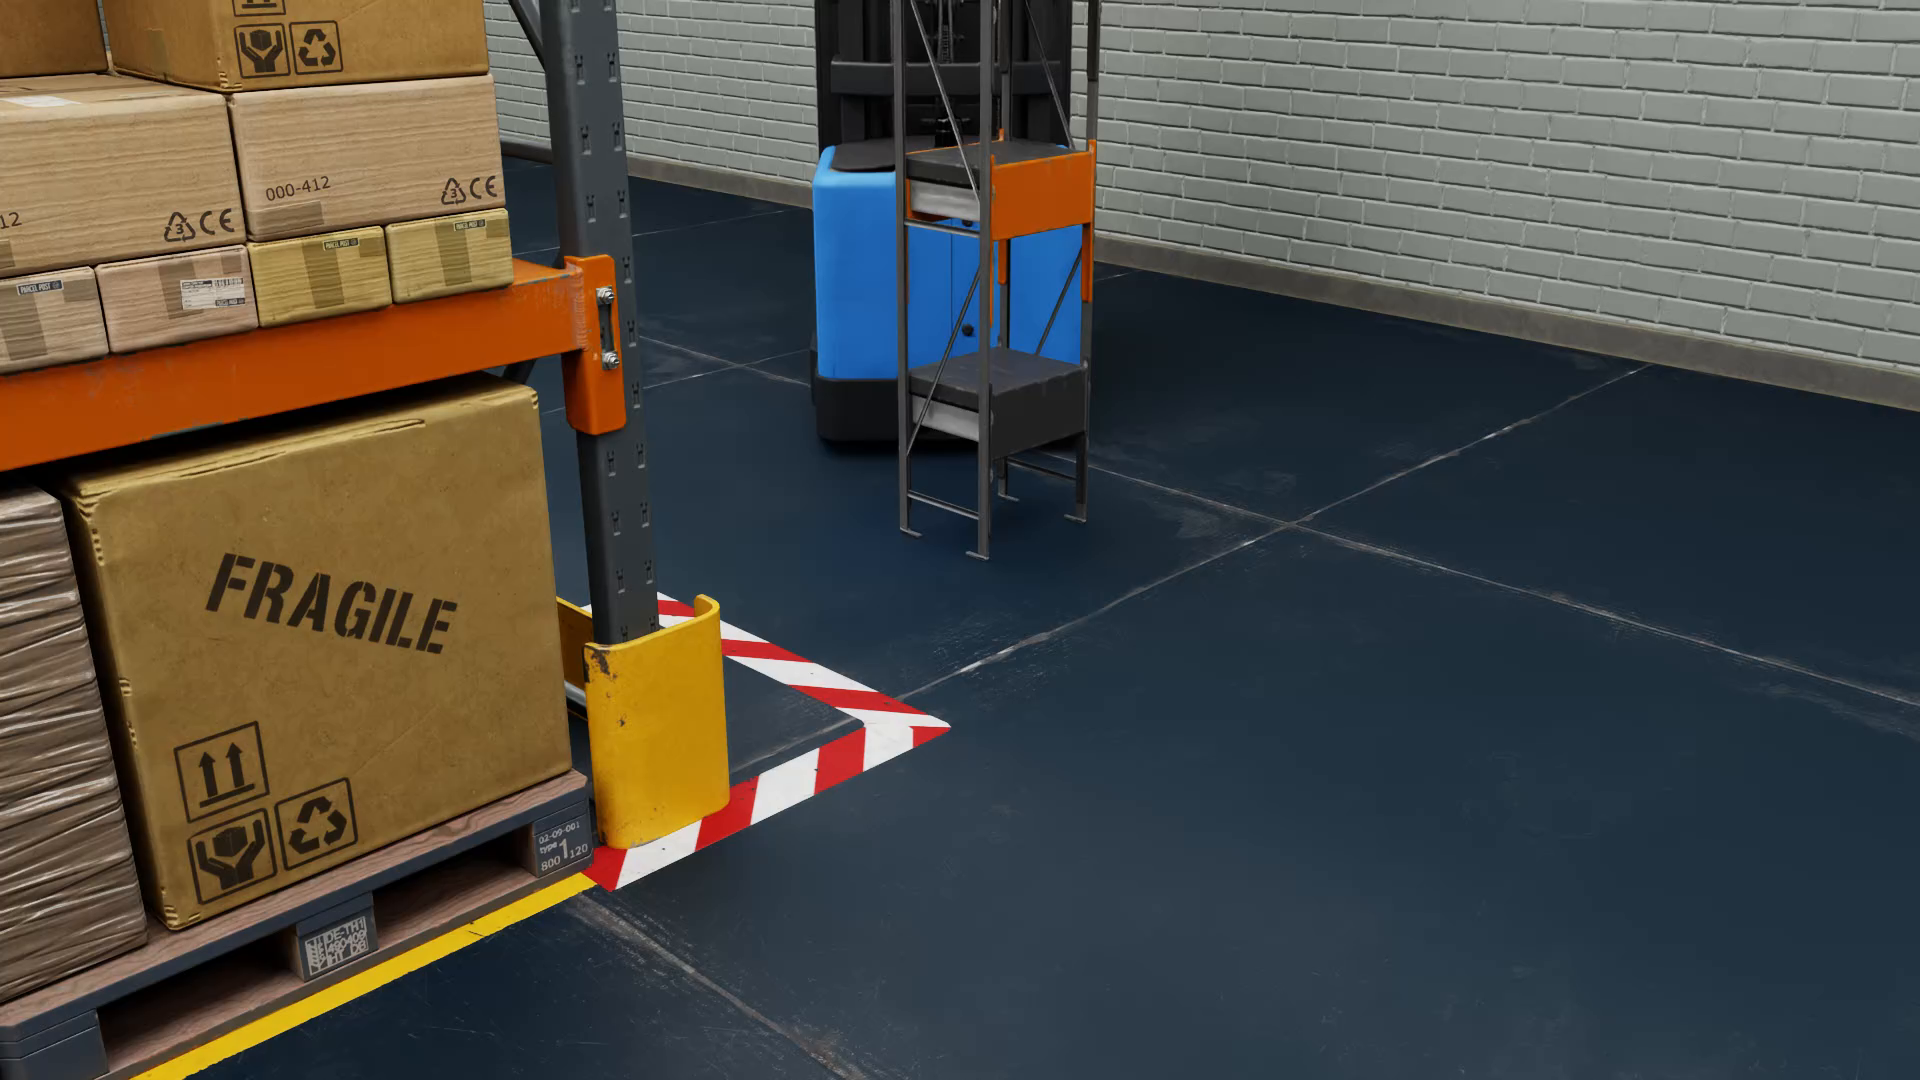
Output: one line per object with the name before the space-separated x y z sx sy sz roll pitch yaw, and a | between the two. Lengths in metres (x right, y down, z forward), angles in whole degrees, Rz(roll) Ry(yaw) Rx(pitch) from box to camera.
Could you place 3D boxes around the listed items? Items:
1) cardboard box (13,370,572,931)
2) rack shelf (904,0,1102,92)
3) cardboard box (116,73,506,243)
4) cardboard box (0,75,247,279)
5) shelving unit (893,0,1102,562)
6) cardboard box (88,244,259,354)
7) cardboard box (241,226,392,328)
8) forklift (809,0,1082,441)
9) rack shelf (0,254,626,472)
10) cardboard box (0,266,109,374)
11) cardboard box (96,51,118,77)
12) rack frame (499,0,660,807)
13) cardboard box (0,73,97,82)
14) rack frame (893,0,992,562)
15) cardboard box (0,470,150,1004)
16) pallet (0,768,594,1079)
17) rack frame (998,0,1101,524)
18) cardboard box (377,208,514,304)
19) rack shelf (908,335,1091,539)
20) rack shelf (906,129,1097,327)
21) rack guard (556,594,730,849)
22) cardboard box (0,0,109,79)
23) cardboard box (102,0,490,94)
cardboard box | -1.465 0.104 3.498 0.875 0.875 0.875 19 28 41
rack shelf | 0.116 -1.663 5.062 0.431 0.518 0.480 19 28 41
cardboard box | -1.224 -0.754 3.149 0.500 0.250 0.500 19 28 40
cardboard box | -1.578 -0.623 2.810 0.500 0.250 0.500 19 28 40
shelving unit | 0.115 -1.023 5.309 0.431 2.100 0.503 19 28 41
cardboard box | -1.445 -0.453 2.922 0.380 0.149 0.250 19 28 41
cardboard box | -1.268 -0.517 3.090 0.380 0.149 0.250 20 28 41
forklift | -0.078 -2.228 7.285 1.130 2.935 3.031 -1 21 -2
rack shelf | -2.471 -0.026 2.464 1.077 0.370 4.000 19 28 41
cardboard box | -1.620 -0.389 2.756 0.250 0.149 0.380 -20 28 -41
cardboard box | -1.604 -0.889 3.501 0.500 0.250 0.500 18 28 39
rack frame | -1.076 -0.876 3.672 1.000 3.000 0.127 19 28 41
cardboard box | -1.962 -0.754 3.149 0.500 0.250 0.500 19 28 40
rack frame | -0.055 -0.960 5.145 0.400 2.100 0.015 19 28 41
cardboard box | -2.100 0.338 2.889 0.875 0.875 0.875 19 28 41
pallet | -1.577 0.651 3.587 1.003 0.211 1.213 19 28 41
rack frame | 0.286 -1.085 5.472 0.400 2.100 0.015 19 28 41
cardboard box | -1.088 -0.585 3.265 0.250 0.149 0.380 -20 28 -41
rack shelf | 0.115 -0.357 5.565 0.431 0.518 0.480 19 28 41
rack shelf | 0.115 -1.010 5.313 0.431 0.518 0.480 19 28 41
rack guard | -1.059 0.285 4.137 1.175 0.500 0.348 19 28 41
cardboard box | -1.953 -1.110 3.032 0.500 0.500 0.500 18 28 39
cardboard box | -1.227 -1.104 3.014 0.500 0.500 0.500 20 29 41
